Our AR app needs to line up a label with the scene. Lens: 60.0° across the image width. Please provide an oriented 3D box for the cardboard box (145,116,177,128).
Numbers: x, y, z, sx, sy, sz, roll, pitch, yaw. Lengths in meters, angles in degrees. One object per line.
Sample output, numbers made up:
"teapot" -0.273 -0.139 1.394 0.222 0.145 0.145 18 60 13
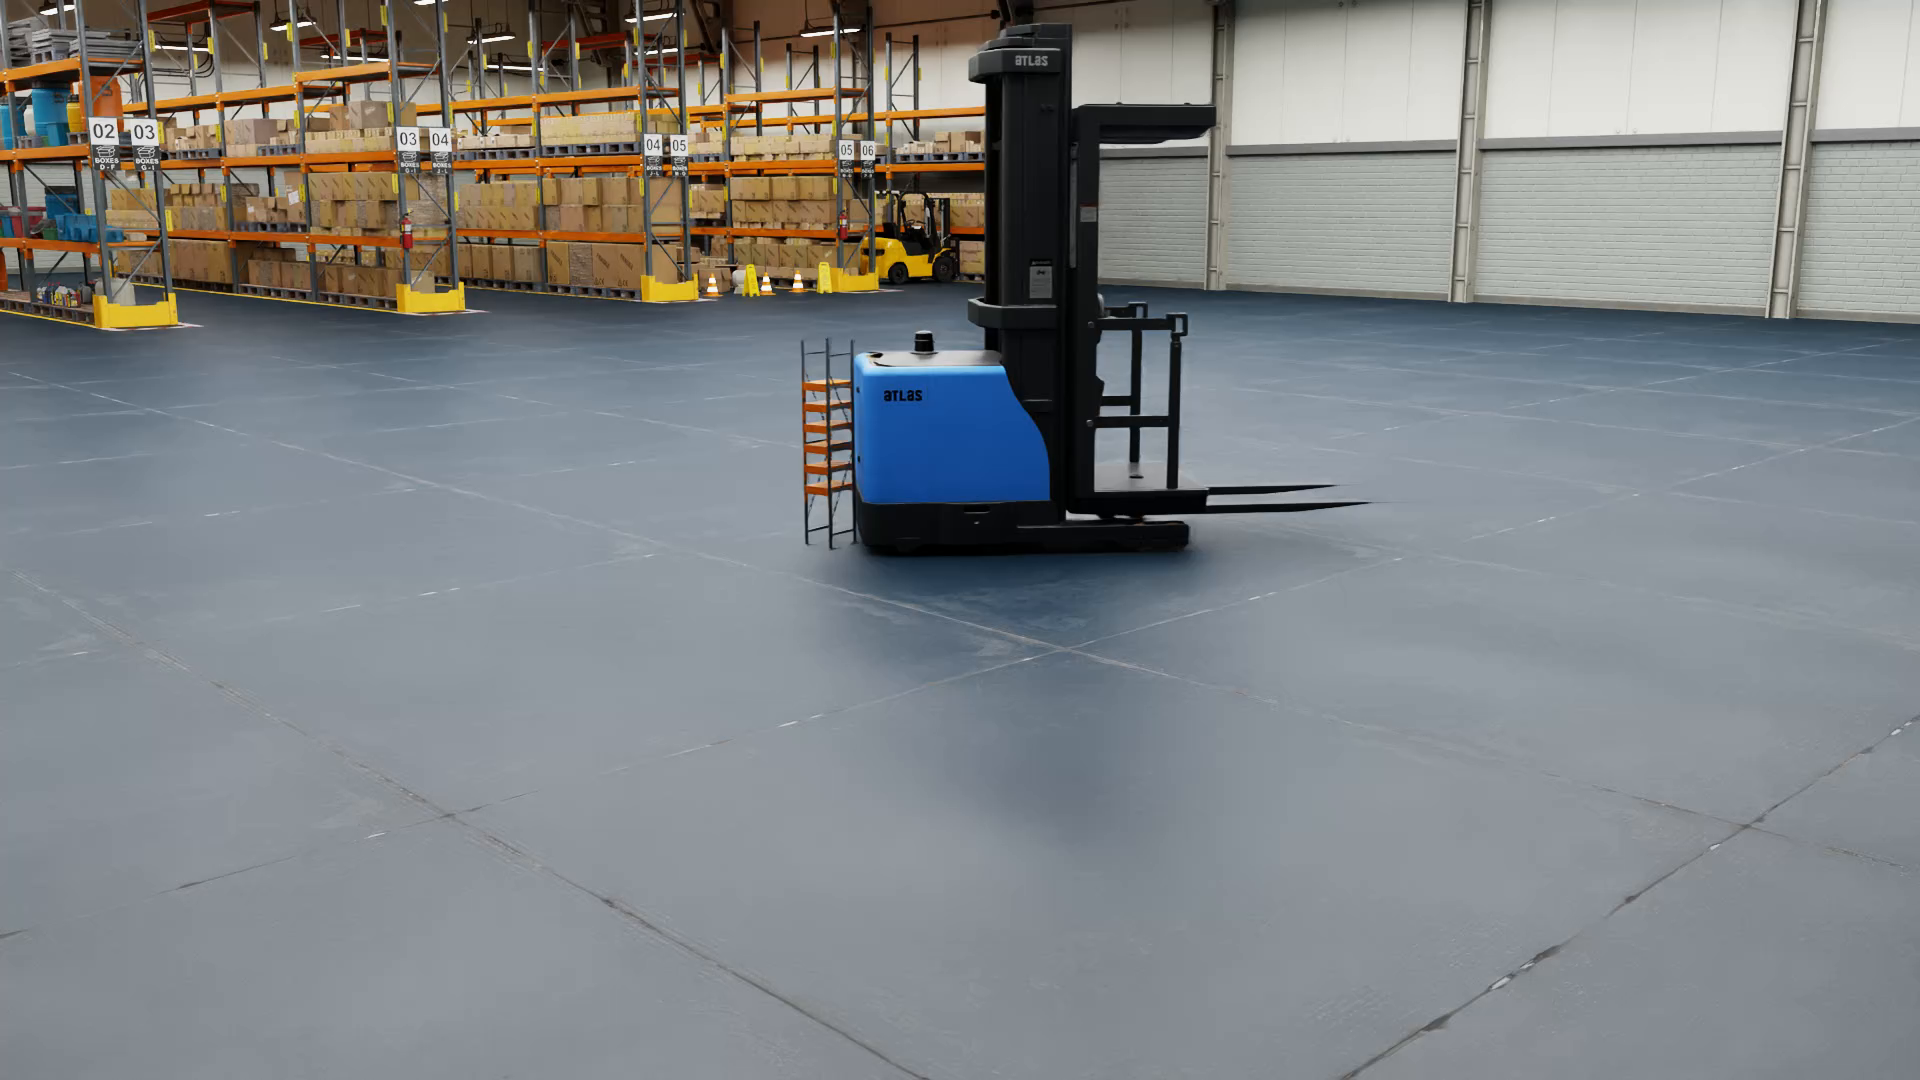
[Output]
"cardboard box" -18.364 -9.597 38.233 0.500 0.250 0.500 10 16 41

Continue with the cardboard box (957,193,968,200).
"cardboard box" 0.151 -8.312 40.228 0.380 0.149 0.250 -10 16 -41

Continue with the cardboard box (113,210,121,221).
"cardboard box" -19.982 -7.793 39.936 0.500 0.250 0.500 -11 16 -43

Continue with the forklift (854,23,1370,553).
"forklift" 0.898 -1.472 9.791 3.031 2.935 1.130 -1 12 -7

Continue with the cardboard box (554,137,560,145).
"cardboard box" -8.181 -8.254 34.442 0.380 0.149 0.250 -11 16 -43

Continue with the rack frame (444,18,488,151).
"rack frame" -11.300 -10.350 37.848 1.000 3.000 0.127 -11 16 -43

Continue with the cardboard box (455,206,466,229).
"cardboard box" -11.185 -7.358 37.942 0.500 0.500 0.500 -11 16 -42

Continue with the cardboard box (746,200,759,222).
"cardboard box" -4.562 -7.554 38.159 0.500 0.500 0.500 -11 16 -43

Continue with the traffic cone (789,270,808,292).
"traffic cone" -3.495 -5.589 35.894 0.336 0.463 0.334 -11 16 -43

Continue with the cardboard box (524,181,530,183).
"cardboard box" -11.650 -9.714 45.296 0.380 0.149 0.250 -11 16 -43

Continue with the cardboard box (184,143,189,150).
"cardboard box" -16.800 -8.633 36.527 0.250 0.149 0.380 11 16 43

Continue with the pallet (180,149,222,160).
"pallet" -16.215 -8.361 36.097 1.003 0.211 1.213 -10 15 -40

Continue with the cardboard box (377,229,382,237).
"cardboard box" -10.322 -5.562 30.098 0.380 0.149 0.250 -11 16 -43

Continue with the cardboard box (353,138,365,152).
"cardboard box" -10.644 -7.147 30.105 0.500 0.250 0.500 -10 16 -41

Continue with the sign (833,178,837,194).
"sign" -2.680 -7.596 35.696 0.100 0.325 0.005 -11 16 -43

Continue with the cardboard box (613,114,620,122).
"cardboard box" -6.602 -8.311 32.744 0.380 0.149 0.250 -11 16 -42

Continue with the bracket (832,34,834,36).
"bracket" -3.193 -13.456 44.004 0.235 0.232 0.430 -11 16 -43

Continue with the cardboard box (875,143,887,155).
"cardboard box" -2.116 -9.977 42.401 0.500 0.311 0.500 11 16 43

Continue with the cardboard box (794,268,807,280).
"cardboard box" -3.370 -5.965 37.204 0.500 0.250 0.500 -11 16 -42

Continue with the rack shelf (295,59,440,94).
"rack shelf" -10.814 -8.444 30.387 1.077 0.370 4.000 -11 16 -43

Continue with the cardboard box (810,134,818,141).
"cardboard box" -3.052 -8.771 36.265 0.380 0.149 0.250 -11 16 -43

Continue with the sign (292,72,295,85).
"sign" -17.217 -11.938 43.045 0.100 0.325 0.005 -11 16 -43

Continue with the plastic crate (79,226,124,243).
"plastic crate" -13.577 -4.836 26.320 0.499 0.251 0.616 -11 16 -43

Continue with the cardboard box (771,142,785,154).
"cardboard box" -3.872 -8.749 37.146 0.500 0.250 0.500 -11 16 -42

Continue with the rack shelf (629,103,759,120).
"rack shelf" -6.409 -10.214 39.964 1.077 0.370 4.000 -11 16 -43

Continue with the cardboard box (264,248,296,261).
"cardboard box" -14.099 -5.924 34.479 0.500 0.250 0.500 -9 14 -36

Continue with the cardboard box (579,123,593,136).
"cardboard box" -7.354 -8.293 33.642 0.500 0.250 0.500 -11 16 -42

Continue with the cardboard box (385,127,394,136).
"cardboard box" -9.850 -7.156 29.161 0.380 0.149 0.250 -11 16 -43

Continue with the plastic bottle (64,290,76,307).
"plastic bottle" -14.754 -4.007 27.585 0.152 0.276 0.135 -11 16 -42

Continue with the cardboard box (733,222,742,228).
"cardboard box" -5.042 -7.319 38.624 0.380 0.149 0.250 -11 16 -43

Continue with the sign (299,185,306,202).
"sign" -12.594 -6.641 31.842 0.100 0.325 0.005 -11 16 -43

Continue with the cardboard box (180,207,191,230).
"cardboard box" -16.890 -7.120 36.788 0.500 0.500 0.500 11 16 44

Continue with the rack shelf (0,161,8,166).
"rack shelf" -19.921 -7.454 33.006 1.077 0.370 4.000 -11 16 -43

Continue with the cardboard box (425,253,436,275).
"cardboard box" -12.299 -6.529 39.323 0.500 0.500 0.500 -10 15 -40

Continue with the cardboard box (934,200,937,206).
"cardboard box" -0.547 -8.317 40.994 0.250 0.149 0.380 11 16 43

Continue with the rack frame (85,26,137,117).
"rack frame" -20.482 -10.841 40.231 1.000 3.000 0.127 -11 16 -43

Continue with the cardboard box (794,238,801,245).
"cardboard box" -3.480 -6.655 37.086 0.380 0.149 0.250 -11 16 -42

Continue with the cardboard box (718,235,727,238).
"cardboard box" -6.695 -8.716 47.595 0.250 0.149 0.380 11 16 42

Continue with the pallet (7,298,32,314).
"pallet" -16.347 -4.205 29.798 1.003 0.211 1.213 -11 16 -43

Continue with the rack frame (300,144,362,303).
"rack frame" -12.195 -6.152 32.336 1.000 3.000 0.127 -11 16 -43

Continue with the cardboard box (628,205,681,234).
"cardboard box" -6.064 -6.366 33.003 0.875 0.550 0.550 -11 16 -43

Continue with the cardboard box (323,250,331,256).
"cardboard box" -16.350 -7.478 43.325 0.380 0.149 0.250 -11 16 -43

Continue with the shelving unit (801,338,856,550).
"shelving unit" -0.761 -0.561 9.659 0.189 1.200 0.258 8 14 35

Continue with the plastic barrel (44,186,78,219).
"plastic barrel" -15.825 -5.806 29.414 0.600 0.901 0.708 -11 16 -43

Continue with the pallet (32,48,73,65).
"pallet" -14.341 -7.817 27.011 1.003 0.211 1.213 -11 16 -43

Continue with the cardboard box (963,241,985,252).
"cardboard box" 0.422 -7.087 40.173 0.500 0.250 0.500 -11 16 -42

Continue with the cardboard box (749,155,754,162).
"cardboard box" -4.598 -8.732 38.051 0.380 0.149 0.250 -11 16 -43

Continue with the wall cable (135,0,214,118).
"wall cable" -21.894 -13.722 46.244 2.277 5.999 0.120 -11 16 -43

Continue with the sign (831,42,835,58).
"sign" -2.681 -10.348 35.129 0.100 0.325 0.005 -11 16 -43

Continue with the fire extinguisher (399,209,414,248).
"fire extinguisher" -9.687 -5.449 29.118 0.296 0.674 0.183 -11 16 -43

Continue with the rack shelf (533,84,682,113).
"rack shelf" -7.157 -8.926 33.710 1.077 0.370 4.000 -11 16 -43

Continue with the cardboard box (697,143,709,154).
"cardboard box" -5.881 -9.274 39.387 0.500 0.250 0.500 -11 16 -42

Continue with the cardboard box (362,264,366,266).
"cardboard box" -14.928 -6.894 41.963 0.250 0.149 0.380 11 16 43

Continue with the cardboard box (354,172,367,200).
"cardboard box" -10.684 -6.444 30.290 0.500 0.500 0.500 -11 16 -43
